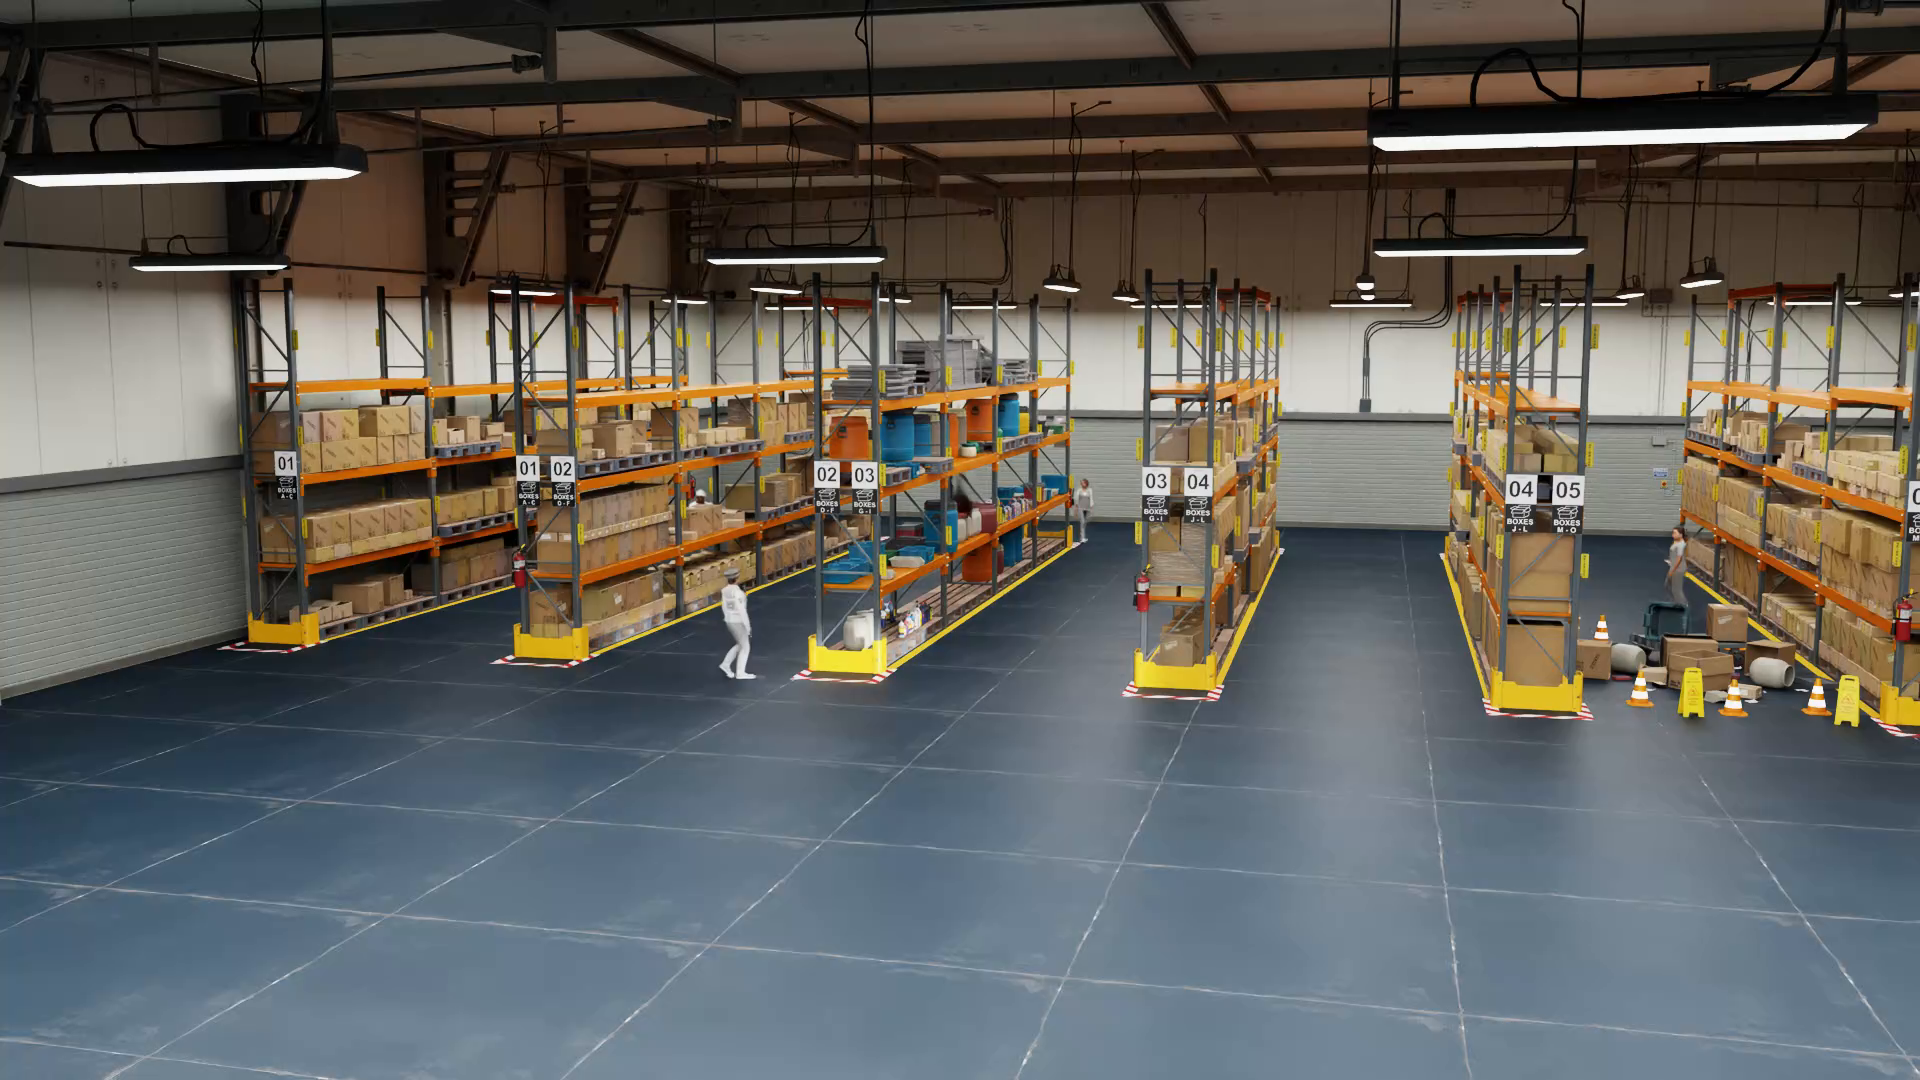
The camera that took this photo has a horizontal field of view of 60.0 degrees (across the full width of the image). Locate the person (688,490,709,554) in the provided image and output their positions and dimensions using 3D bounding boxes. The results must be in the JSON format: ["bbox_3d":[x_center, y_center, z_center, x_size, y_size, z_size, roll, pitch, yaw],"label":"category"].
[{"bbox_3d":[-5.767,-0.245,36.704,0.507,1.730,1.022,2,7,18],"label":"person"}]

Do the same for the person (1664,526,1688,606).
[{"bbox_3d":[12.900,0.627,29.981,0.452,1.550,0.501,6,9,41],"label":"person"}]

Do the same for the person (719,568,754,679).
[{"bbox_3d":[-3.298,1.241,24.645,0.462,1.656,0.519,-3,8,-24],"label":"person"}]

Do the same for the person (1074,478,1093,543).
[{"bbox_3d":[3.096,-0.738,41.397,0.428,1.570,0.644,-2,7,-19],"label":"person"}]
